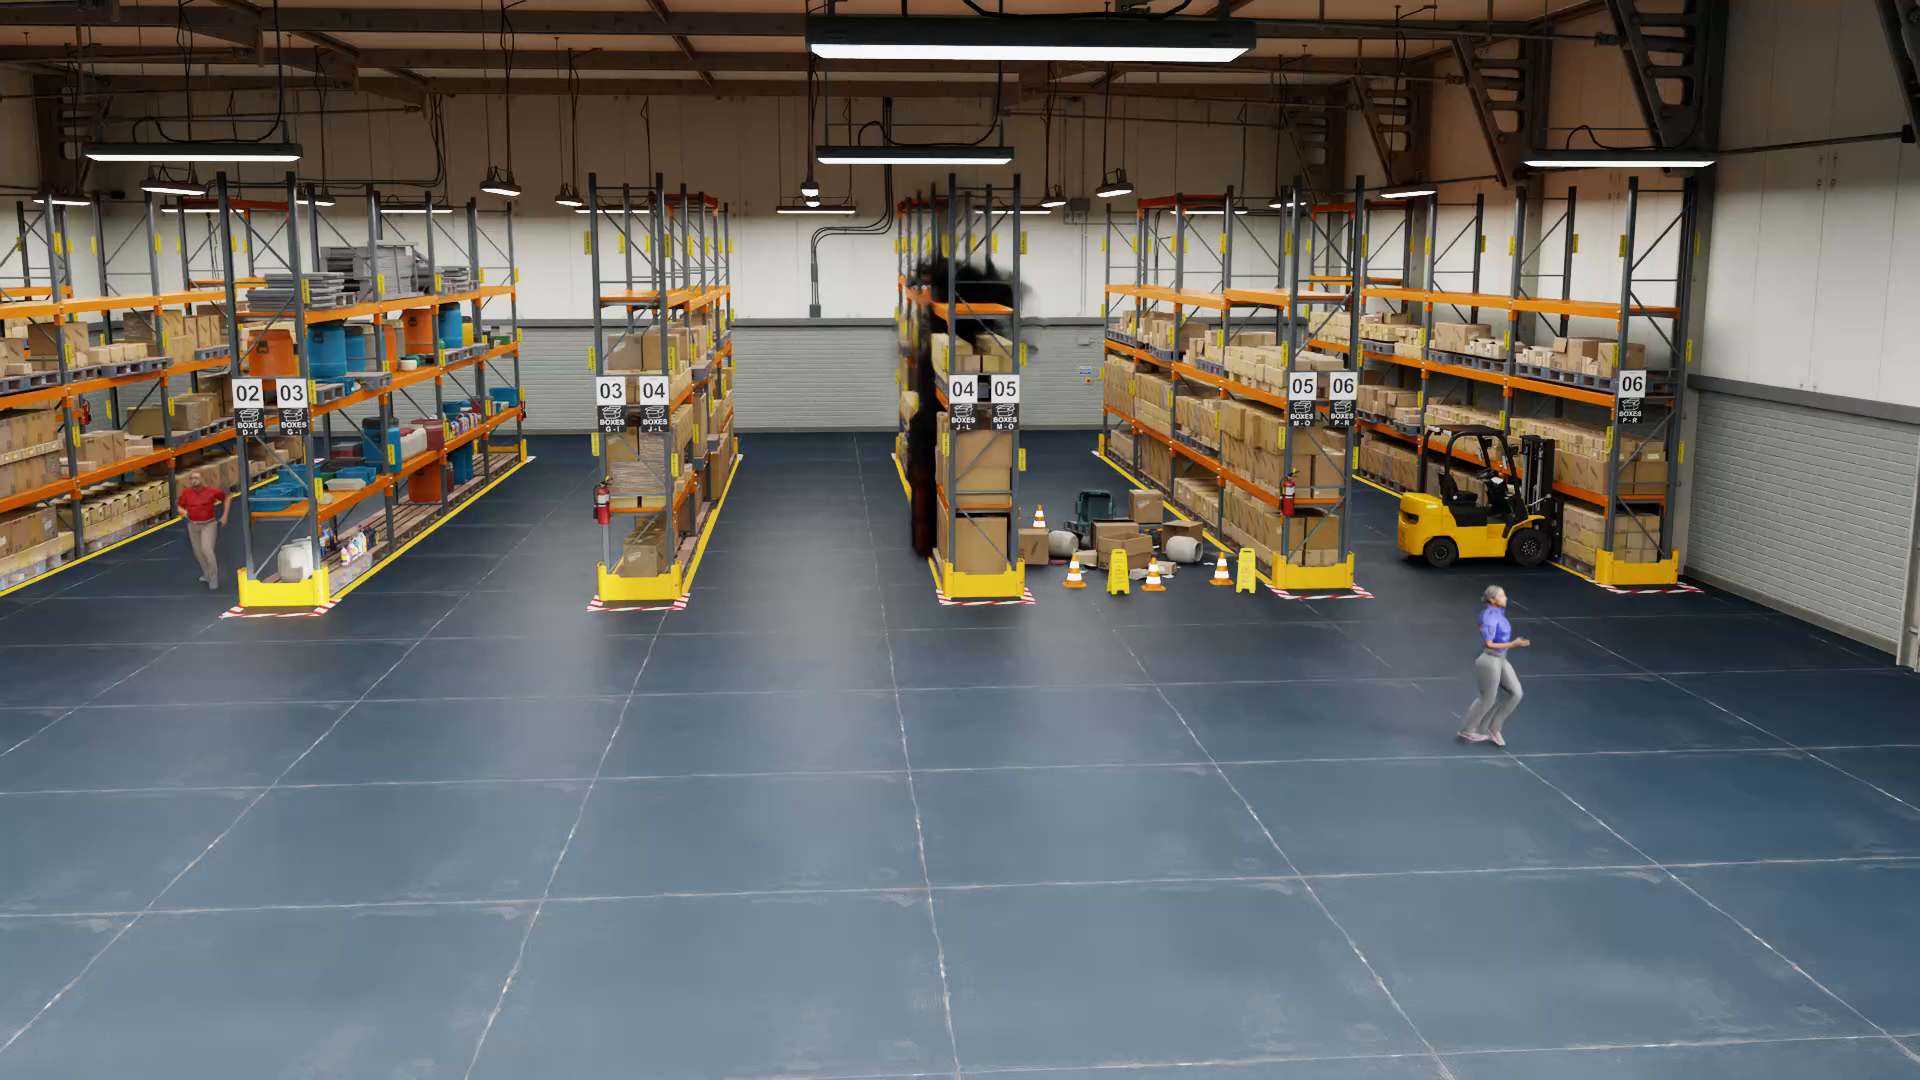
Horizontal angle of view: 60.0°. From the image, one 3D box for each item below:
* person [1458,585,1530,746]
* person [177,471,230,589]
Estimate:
[{"bbox_3d":[5.403,1.288,16.758,0.667,1.672,0.558,6,12,32],"label":"person"},{"bbox_3d":[-11.207,-0.128,24.631,0.685,1.816,0.765,-1,10,-4],"label":"person"}]
